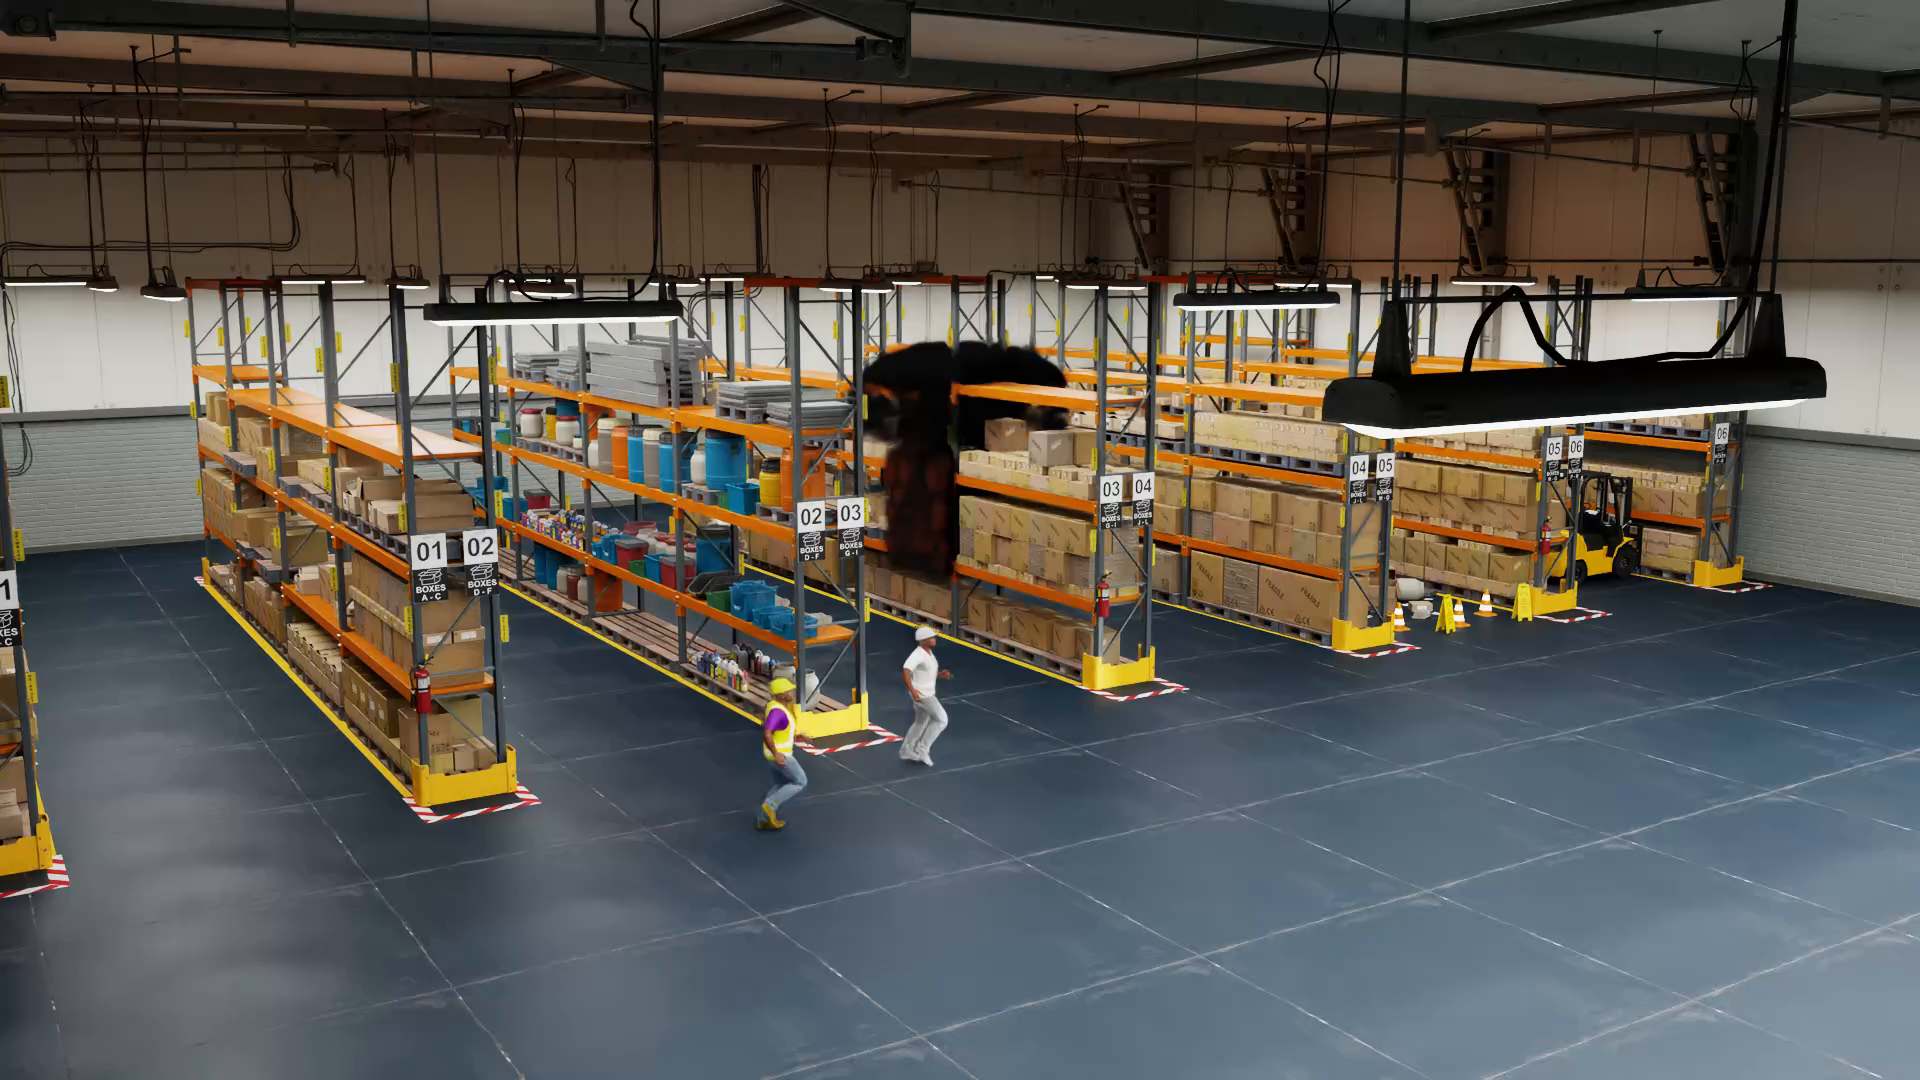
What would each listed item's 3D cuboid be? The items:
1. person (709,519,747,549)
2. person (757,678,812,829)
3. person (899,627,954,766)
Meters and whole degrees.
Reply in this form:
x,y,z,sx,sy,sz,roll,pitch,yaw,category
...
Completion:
x,y,z,sx,sy,sz,roll,pitch,yaw,category
-4.217,0.182,29.957,0.681,1.771,0.778,-7,12,-37,person
-1.962,2.388,18.608,0.650,1.713,0.691,-2,10,-13,person
-0.425,1.971,21.077,0.705,1.776,0.690,0,10,-2,person
